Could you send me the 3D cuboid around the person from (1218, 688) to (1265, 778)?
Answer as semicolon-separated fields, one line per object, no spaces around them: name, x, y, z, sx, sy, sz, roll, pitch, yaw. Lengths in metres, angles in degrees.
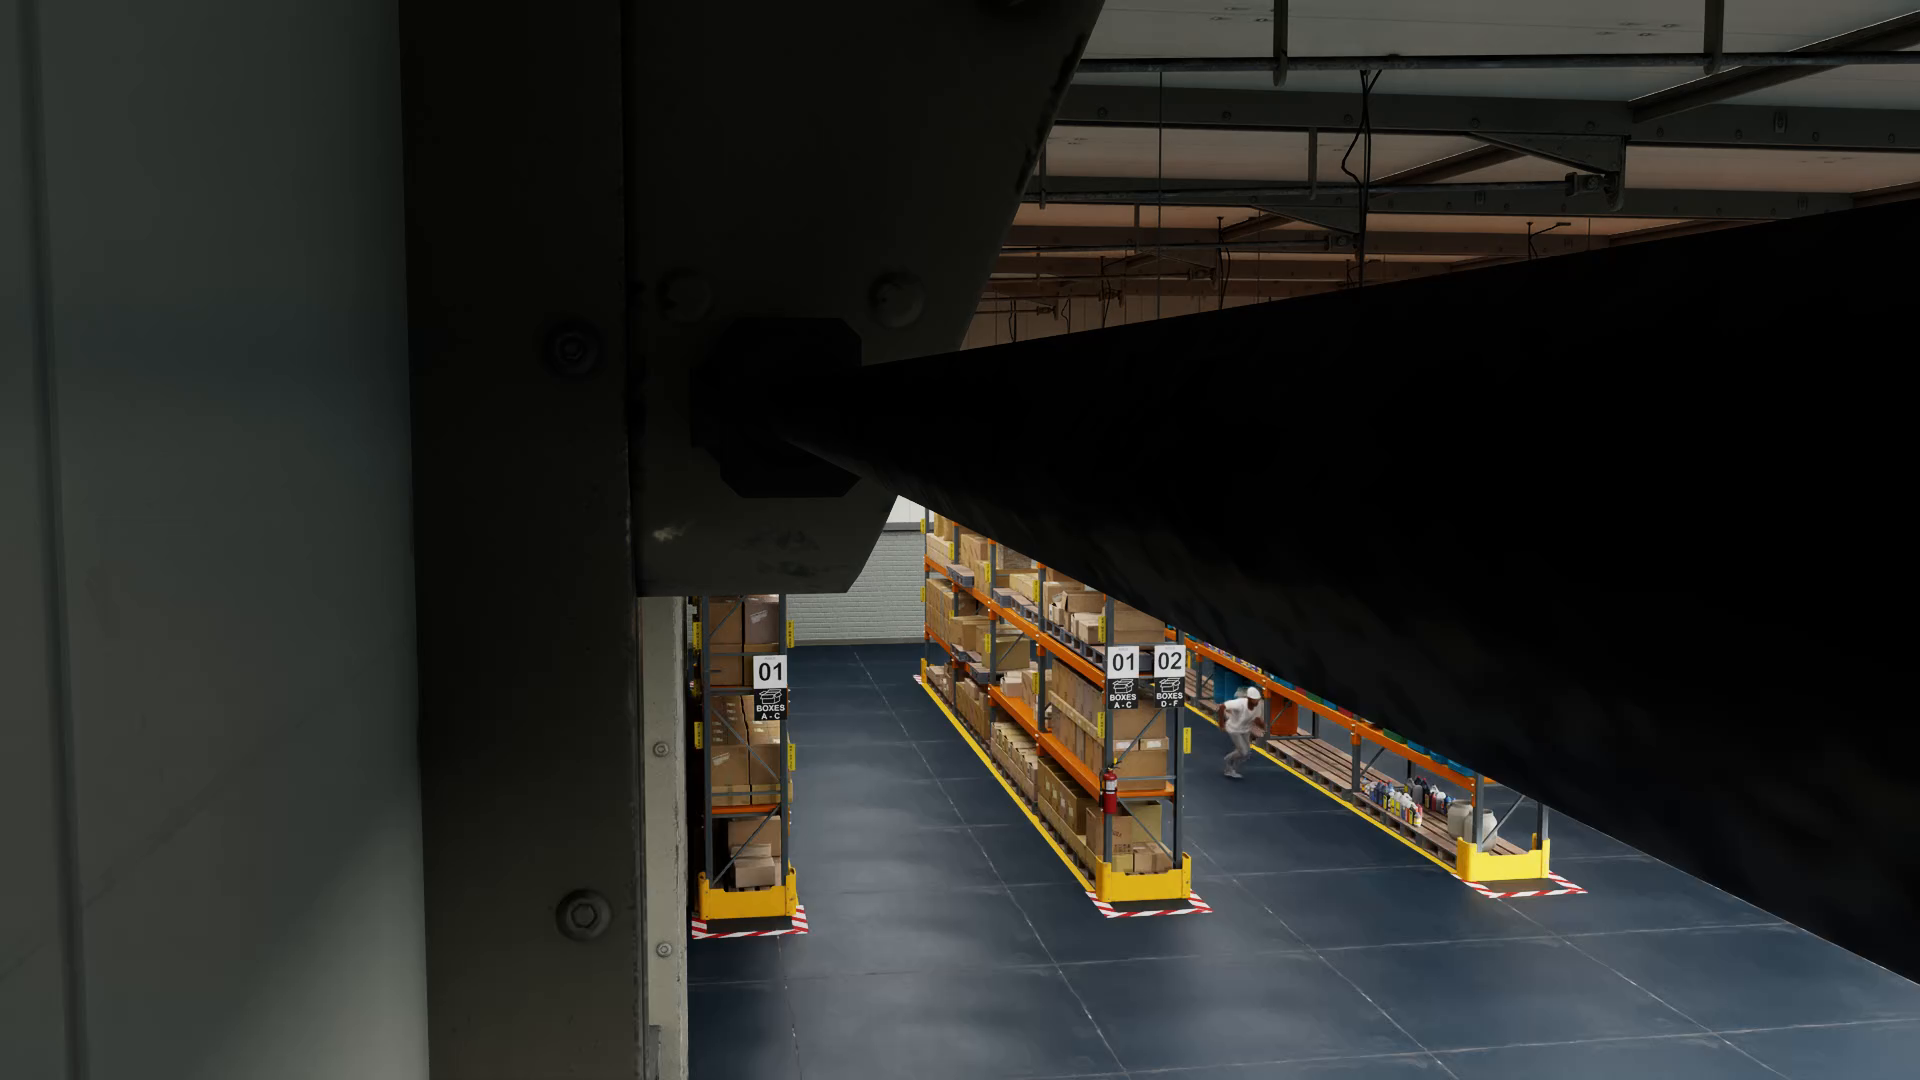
person;4.582;3.157;27.140;0.735;1.573;0.830;-3;6;-31
